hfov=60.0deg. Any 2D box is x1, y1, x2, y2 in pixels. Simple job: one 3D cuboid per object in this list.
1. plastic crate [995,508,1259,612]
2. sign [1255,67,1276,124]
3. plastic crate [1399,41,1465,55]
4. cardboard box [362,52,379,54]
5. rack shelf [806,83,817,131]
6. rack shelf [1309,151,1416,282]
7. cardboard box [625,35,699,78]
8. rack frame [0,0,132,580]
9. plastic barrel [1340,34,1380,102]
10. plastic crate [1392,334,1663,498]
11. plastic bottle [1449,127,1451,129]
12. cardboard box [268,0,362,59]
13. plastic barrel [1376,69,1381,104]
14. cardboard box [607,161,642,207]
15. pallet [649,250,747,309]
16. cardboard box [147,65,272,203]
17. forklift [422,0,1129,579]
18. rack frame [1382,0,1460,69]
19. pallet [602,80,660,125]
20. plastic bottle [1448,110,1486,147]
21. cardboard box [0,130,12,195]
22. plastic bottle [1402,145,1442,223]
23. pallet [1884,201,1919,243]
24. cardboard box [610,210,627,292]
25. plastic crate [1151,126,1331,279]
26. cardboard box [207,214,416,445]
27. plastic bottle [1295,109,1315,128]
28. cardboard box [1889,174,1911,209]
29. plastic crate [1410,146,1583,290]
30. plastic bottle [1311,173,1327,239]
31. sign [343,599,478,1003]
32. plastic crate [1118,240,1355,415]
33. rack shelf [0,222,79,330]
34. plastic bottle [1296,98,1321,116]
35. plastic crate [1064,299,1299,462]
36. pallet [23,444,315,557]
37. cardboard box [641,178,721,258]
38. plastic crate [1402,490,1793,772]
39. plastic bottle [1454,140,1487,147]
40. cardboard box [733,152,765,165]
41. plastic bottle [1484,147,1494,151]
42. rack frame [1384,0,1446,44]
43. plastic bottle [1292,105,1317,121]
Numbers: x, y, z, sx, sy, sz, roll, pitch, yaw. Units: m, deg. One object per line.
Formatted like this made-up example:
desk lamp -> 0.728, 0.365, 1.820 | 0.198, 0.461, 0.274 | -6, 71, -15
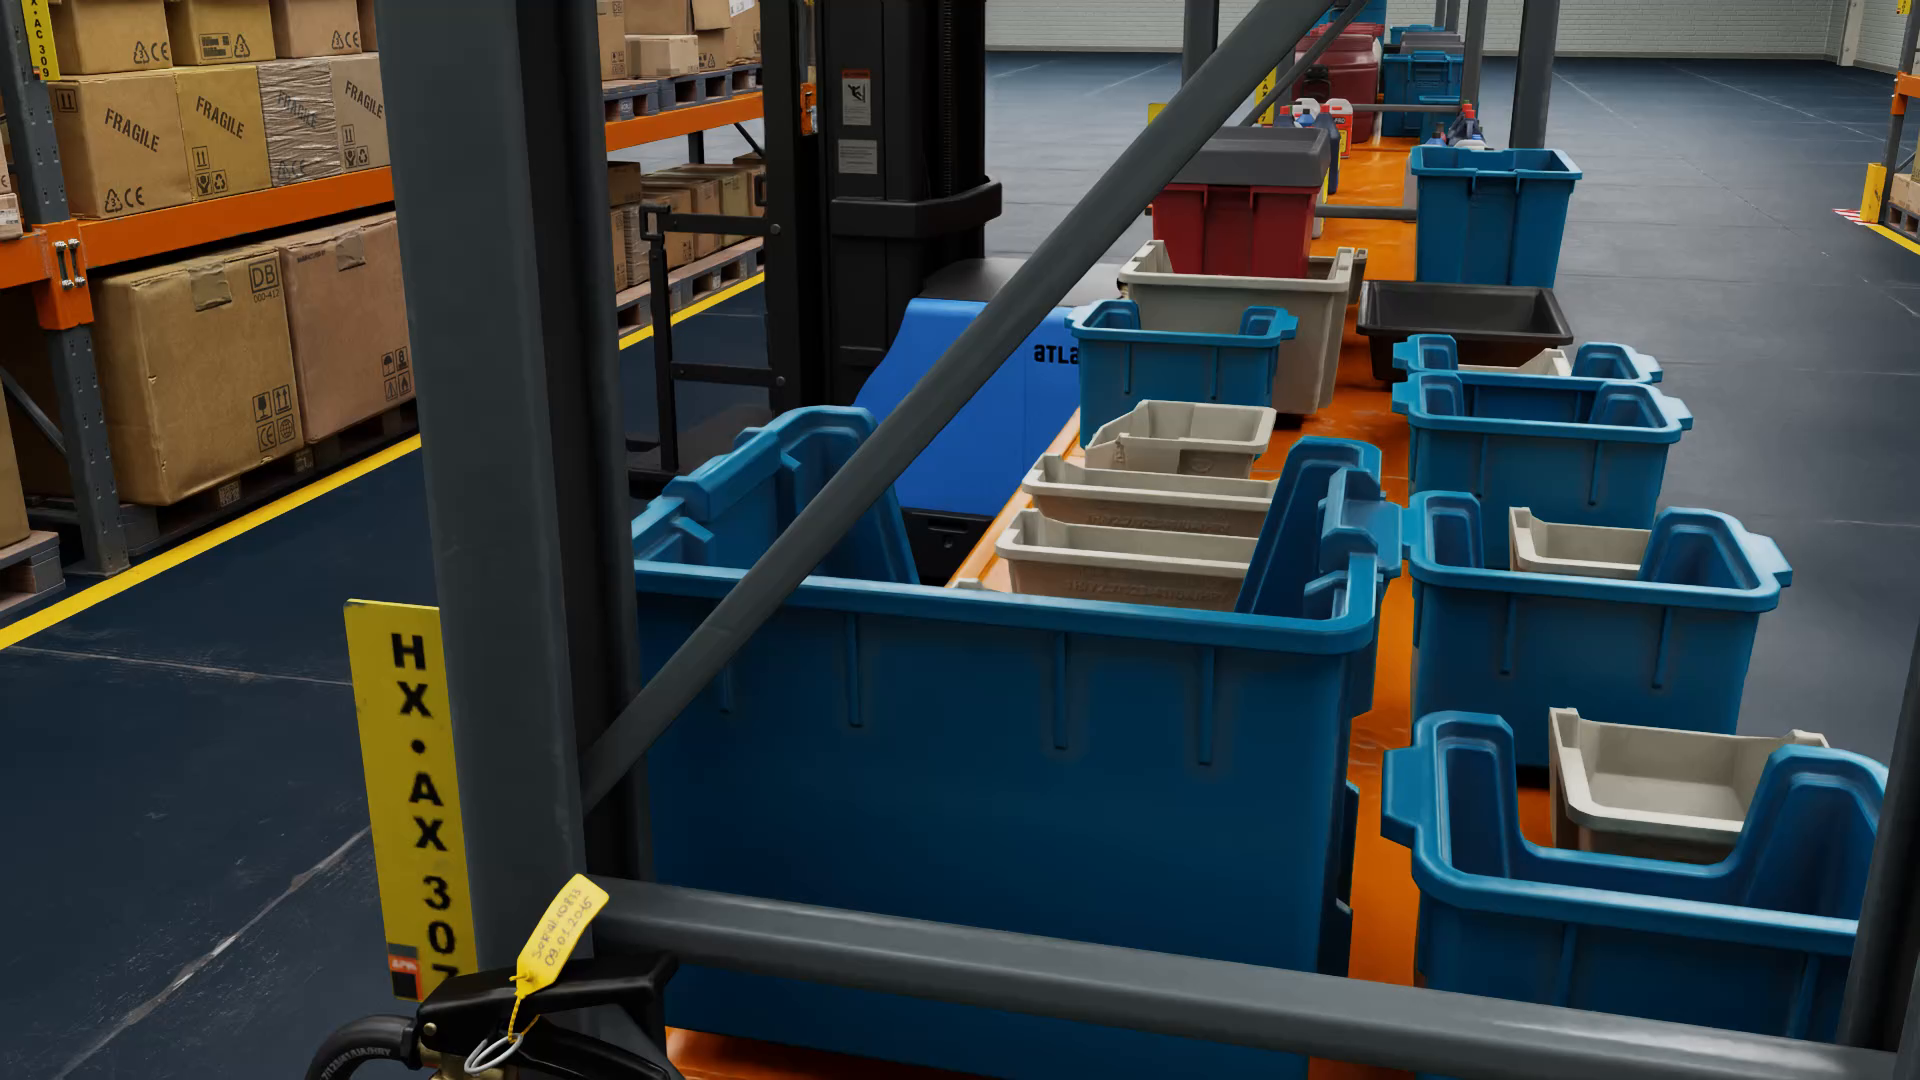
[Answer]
plastic crate -> 0.262, 0.052, 2.210 | 0.396, 0.136, 0.243 | 5, 19, 13
sign -> 1.573, -2.311, 8.559 | 0.100, 0.325, 0.005 | 5, 19, 13
plastic crate -> 2.799, -2.705, 9.867 | 0.402, 0.464, 0.583 | 5, 19, 13
cardboard box -> -2.827, -2.138, 8.150 | 0.500, 0.500, 0.500 | 4, 19, 12
rack shelf -> -1.229, -4.123, 15.232 | 1.077, 0.370, 4.000 | 5, 19, 13
rack shelf -> 1.619, -1.225, 6.746 | 1.077, 0.370, 4.000 | 5, 19, 13
cardboard box -> -2.063, -3.218, 11.051 | 0.500, 0.250, 0.500 | 4, 19, 12
rack frame -> -3.672, -1.330, 5.940 | 1.000, 3.000, 0.127 | 5, 19, 13
plastic barrel -> 2.255, -2.716, 9.827 | 0.421, 0.512, 0.421 | 0, 19, 0
plastic crate -> 0.928, -0.192, 2.775 | 0.416, 0.233, 0.300 | 5, 19, 13
plastic bottle -> 2.377, -1.903, 7.926 | 0.097, 0.201, 0.097 | 0, 19, 0
cardboard box -> -3.209, -2.463, 7.550 | 0.797, 0.503, 0.637 | 5, 20, 15
plastic barrel -> 2.613, -2.978, 10.979 | 0.301, 0.262, 0.301 | 0, 19, 0
cardboard box -> -2.441, -2.343, 10.933 | 0.500, 0.250, 0.500 | 7, 20, 20
pallet -> -2.203, -1.890, 11.894 | 1.003, 0.211, 1.213 | 5, 19, 13
cardboard box -> -3.196, -1.659, 6.749 | 0.500, 0.500, 0.500 | 5, 19, 13
forklift -> -0.701, -1.440, 6.368 | 3.031, 2.935, 1.130 | 6, 20, 17
rack frame -> 3.085, -3.446, 12.136 | 1.000, 3.000, 0.127 | 5, 19, 13
pallet -> -2.624, -2.724, 10.320 | 1.213, 0.211, 1.003 | 5, 19, 13
plastic bottle -> 1.986, -1.504, 6.526 | 0.144, 0.351, 0.185 | 5, 19, 13
cardboard box -> -3.526, -1.240, 5.450 | 0.500, 0.250, 0.500 | 4, 19, 12
plastic bottle -> 1.692, -1.297, 6.036 | 0.152, 0.276, 0.135 | 5, 19, 13
pallet -> 8.718, -2.745, 14.397 | 1.003, 0.211, 1.213 | 5, 19, 13
cardboard box -> -2.551, -1.820, 10.563 | 0.700, 0.500, 0.500 | 4, 19, 10
plastic crate -> 0.669, -0.737, 4.013 | 0.402, 0.464, 0.583 | 5, 19, 13
cardboard box -> -3.318, -1.005, 7.627 | 1.225, 0.875, 0.875 | 4, 19, 11
plastic bottle -> 1.580, -1.837, 7.625 | 0.097, 0.271, 0.097 | 0, 19, 0
cardboard box -> 8.518, -3.054, 14.593 | 0.500, 0.250, 0.500 | 5, 19, 13
plastic crate -> 1.347, -0.786, 4.280 | 0.392, 0.384, 0.575 | 5, 19, 13
plastic bottle -> 1.177, -1.218, 5.688 | 0.144, 0.351, 0.185 | 5, 19, 13
sign -> -0.384, 0.200, 1.210 | 0.100, 0.325, 0.005 | 5, 19, 13
plastic crate -> 0.579, -0.447, 3.445 | 0.437, 0.282, 0.530 | 5, 19, 13
rack shelf -> -4.161, -0.362, 4.221 | 1.077, 0.370, 4.000 | 5, 19, 13
plastic bottle -> 1.689, -2.023, 8.163 | 0.152, 0.276, 0.135 | 5, 19, 13
plastic crate -> 0.406, -0.298, 3.085 | 0.416, 0.233, 0.300 | 5, 19, 13
pallet -> -3.557, -0.258, 7.116 | 1.003, 0.211, 1.213 | 5, 19, 13
cardboard box -> -2.160, -2.348, 12.108 | 0.700, 0.500, 0.500 | 3, 19, 9
plastic crate -> 0.694, 0.108, 1.896 | 0.416, 0.233, 0.300 | 5, 19, 13
plastic bottle -> 1.896, -1.358, 6.214 | 0.152, 0.276, 0.135 | 5, 19, 13
cardboard box -> -1.581, -2.975, 13.975 | 0.500, 0.500, 0.500 | 4, 19, 12
plastic bottle -> 1.851, -1.243, 5.866 | 0.061, 0.283, 0.133 | 5, 19, 13
rack frame -> 4.062, -4.700, 15.806 | 1.000, 3.000, 0.127 | 5, 19, 13
plastic bottle -> 1.576, -1.878, 7.738 | 0.152, 0.276, 0.135 | 5, 19, 13
